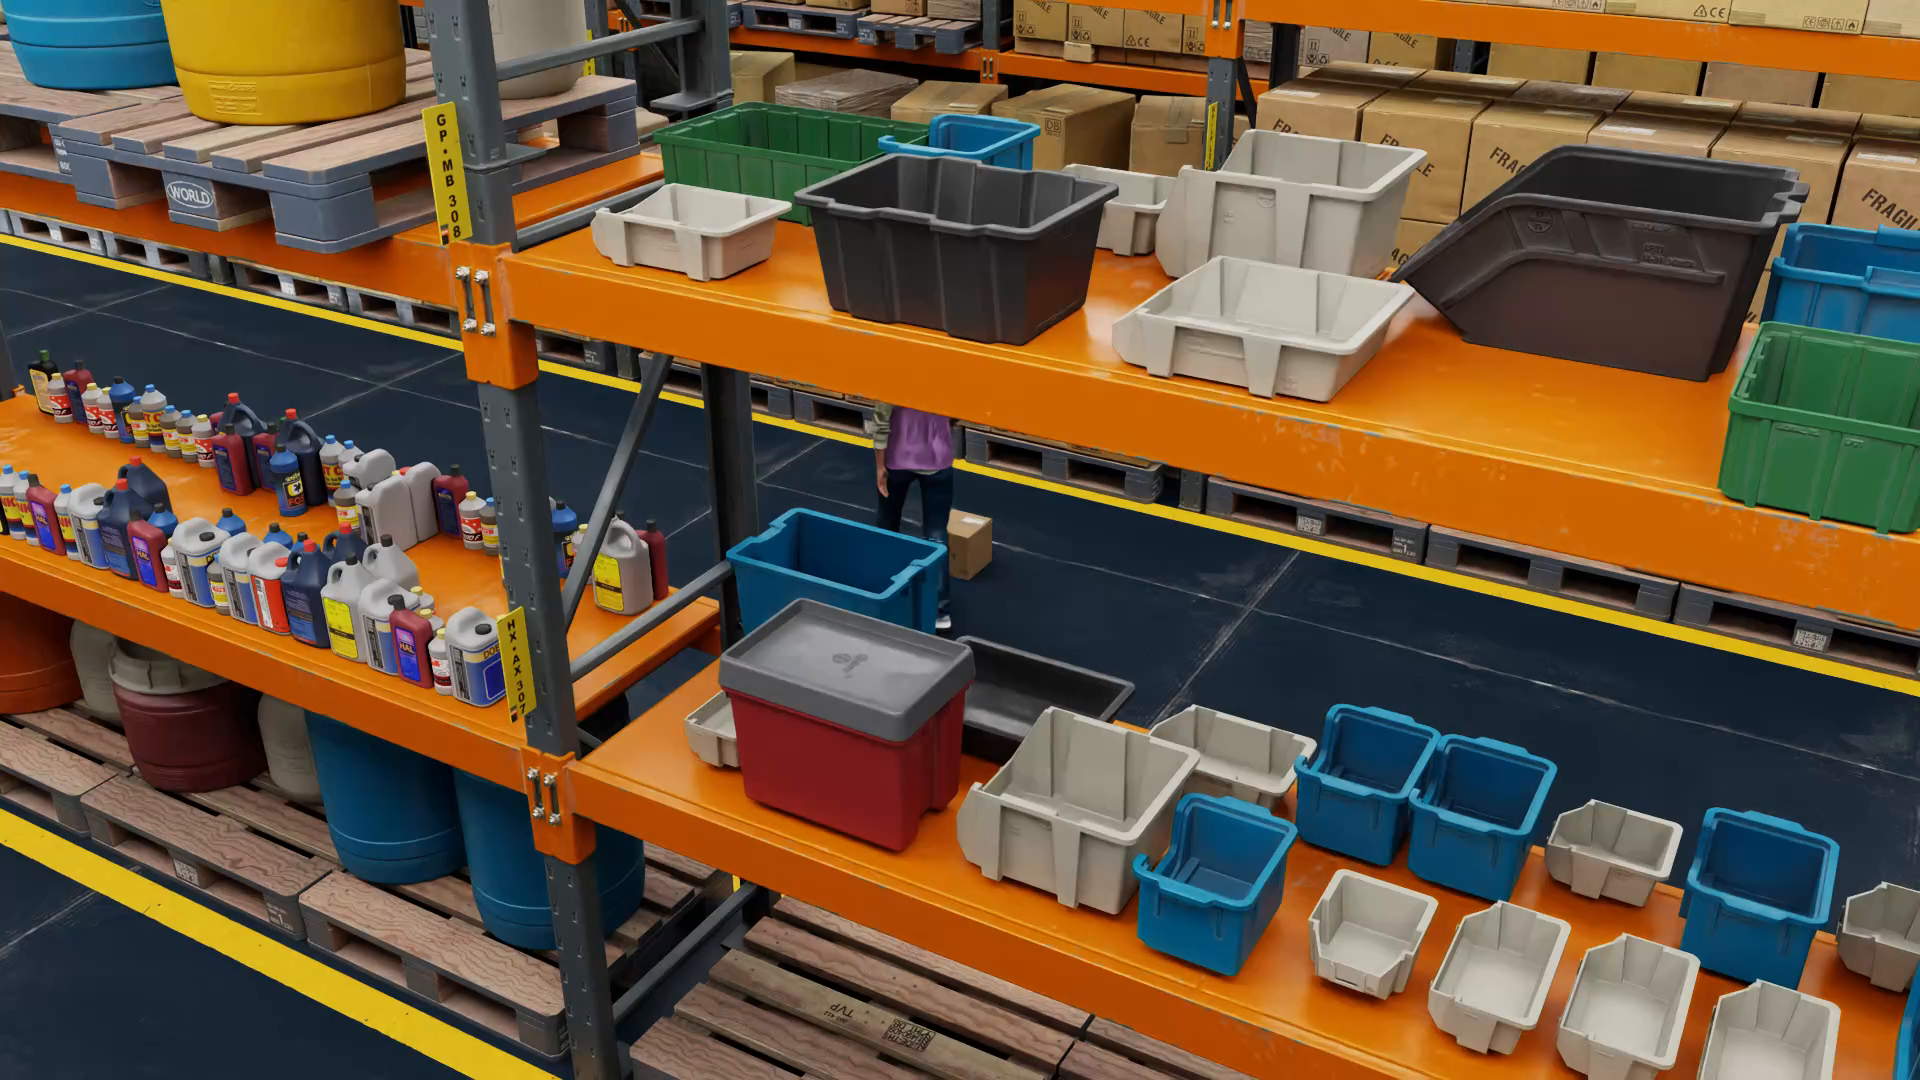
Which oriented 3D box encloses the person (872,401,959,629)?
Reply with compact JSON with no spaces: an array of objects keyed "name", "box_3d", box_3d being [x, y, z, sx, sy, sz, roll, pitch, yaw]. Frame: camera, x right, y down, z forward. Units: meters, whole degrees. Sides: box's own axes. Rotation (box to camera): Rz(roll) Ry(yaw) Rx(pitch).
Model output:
[{"name":"person","box_3d":[-0.228,-0.376,7.875,0.462,1.555,0.750,1,27,1]}]
